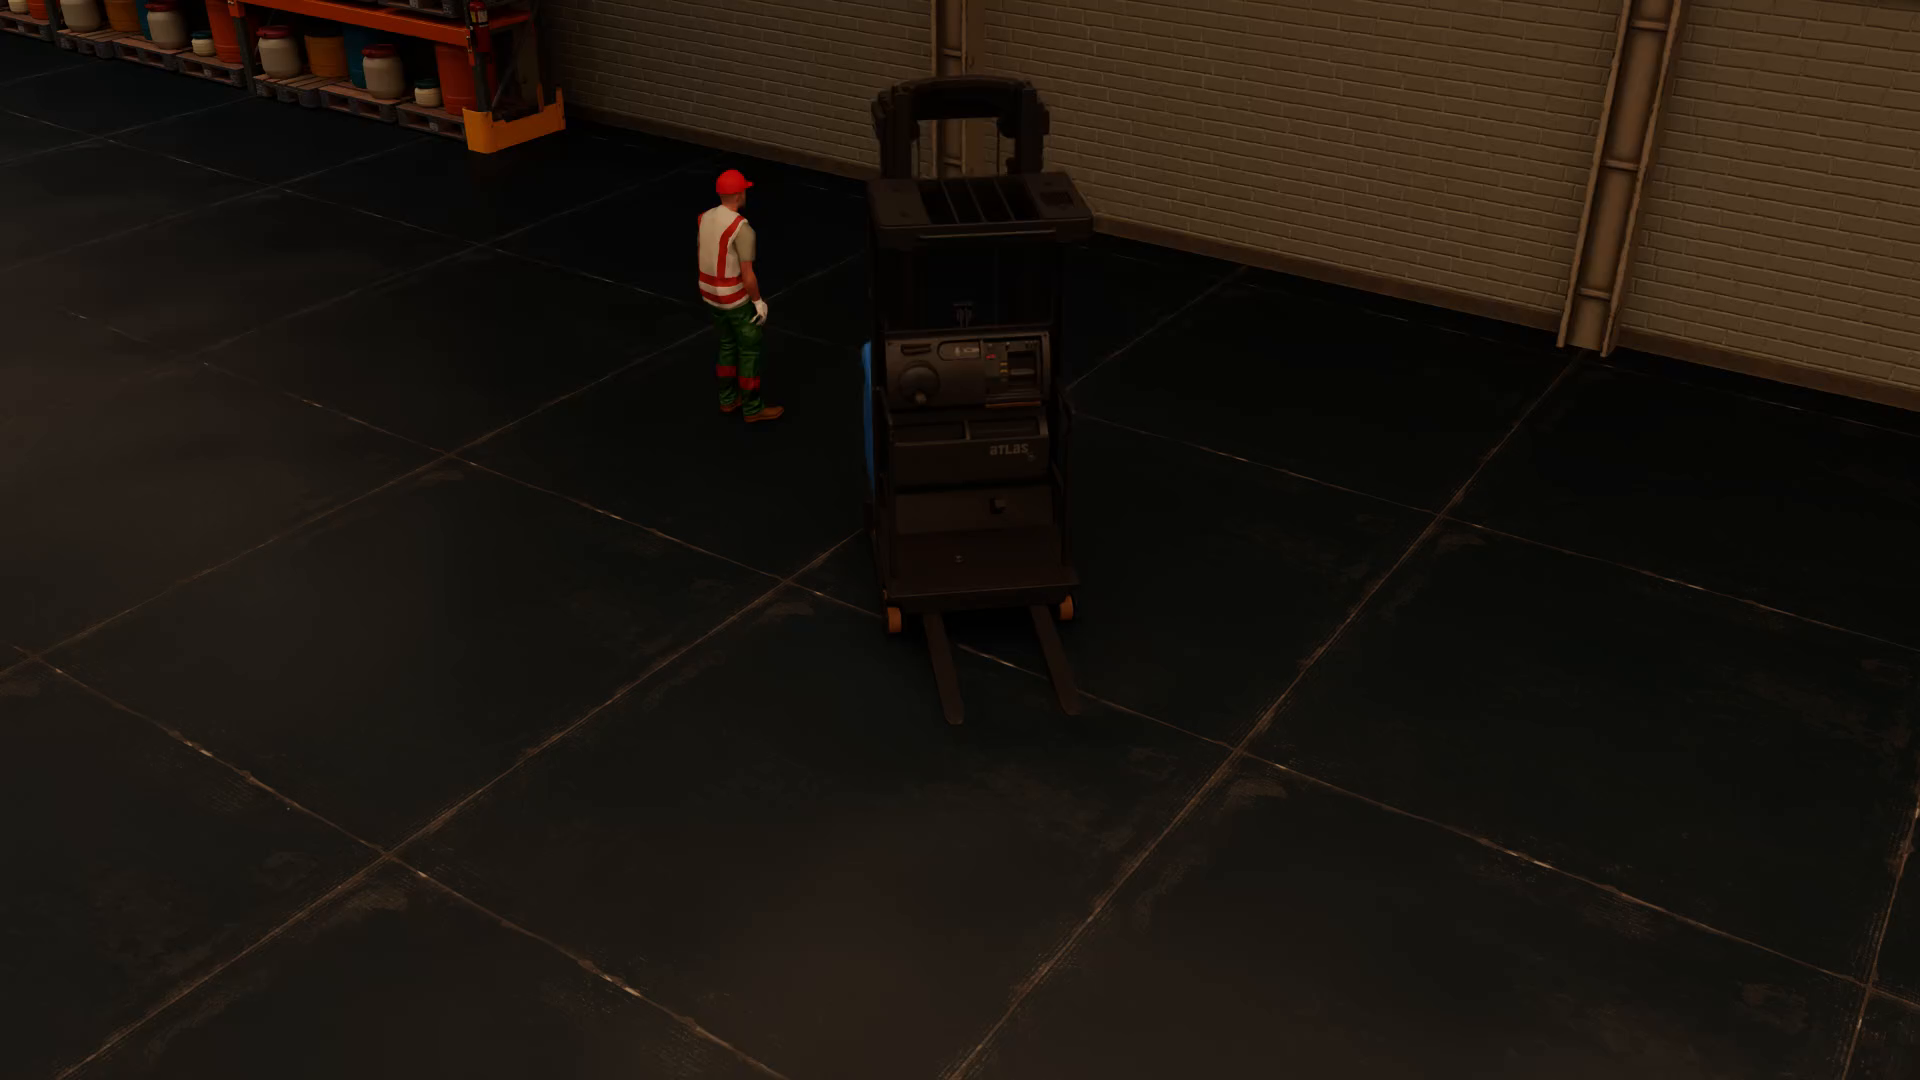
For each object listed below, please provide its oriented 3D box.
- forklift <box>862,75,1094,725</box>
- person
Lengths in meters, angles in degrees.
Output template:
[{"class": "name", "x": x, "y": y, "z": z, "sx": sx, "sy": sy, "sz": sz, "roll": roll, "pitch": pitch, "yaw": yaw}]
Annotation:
[{"class": "forklift", "x": 0.077, "y": -0.914, "z": 9.155, "sx": 1.130, "sy": 2.935, "sz": 3.031, "roll": -4, "pitch": 30, "yaw": -7}, {"class": "person", "x": -1.578, "y": -1.709, "z": 11.676, "sx": 0.451, "sy": 1.778, "sz": 0.611, "roll": -26, "pitch": 39, "yaw": -37}]
